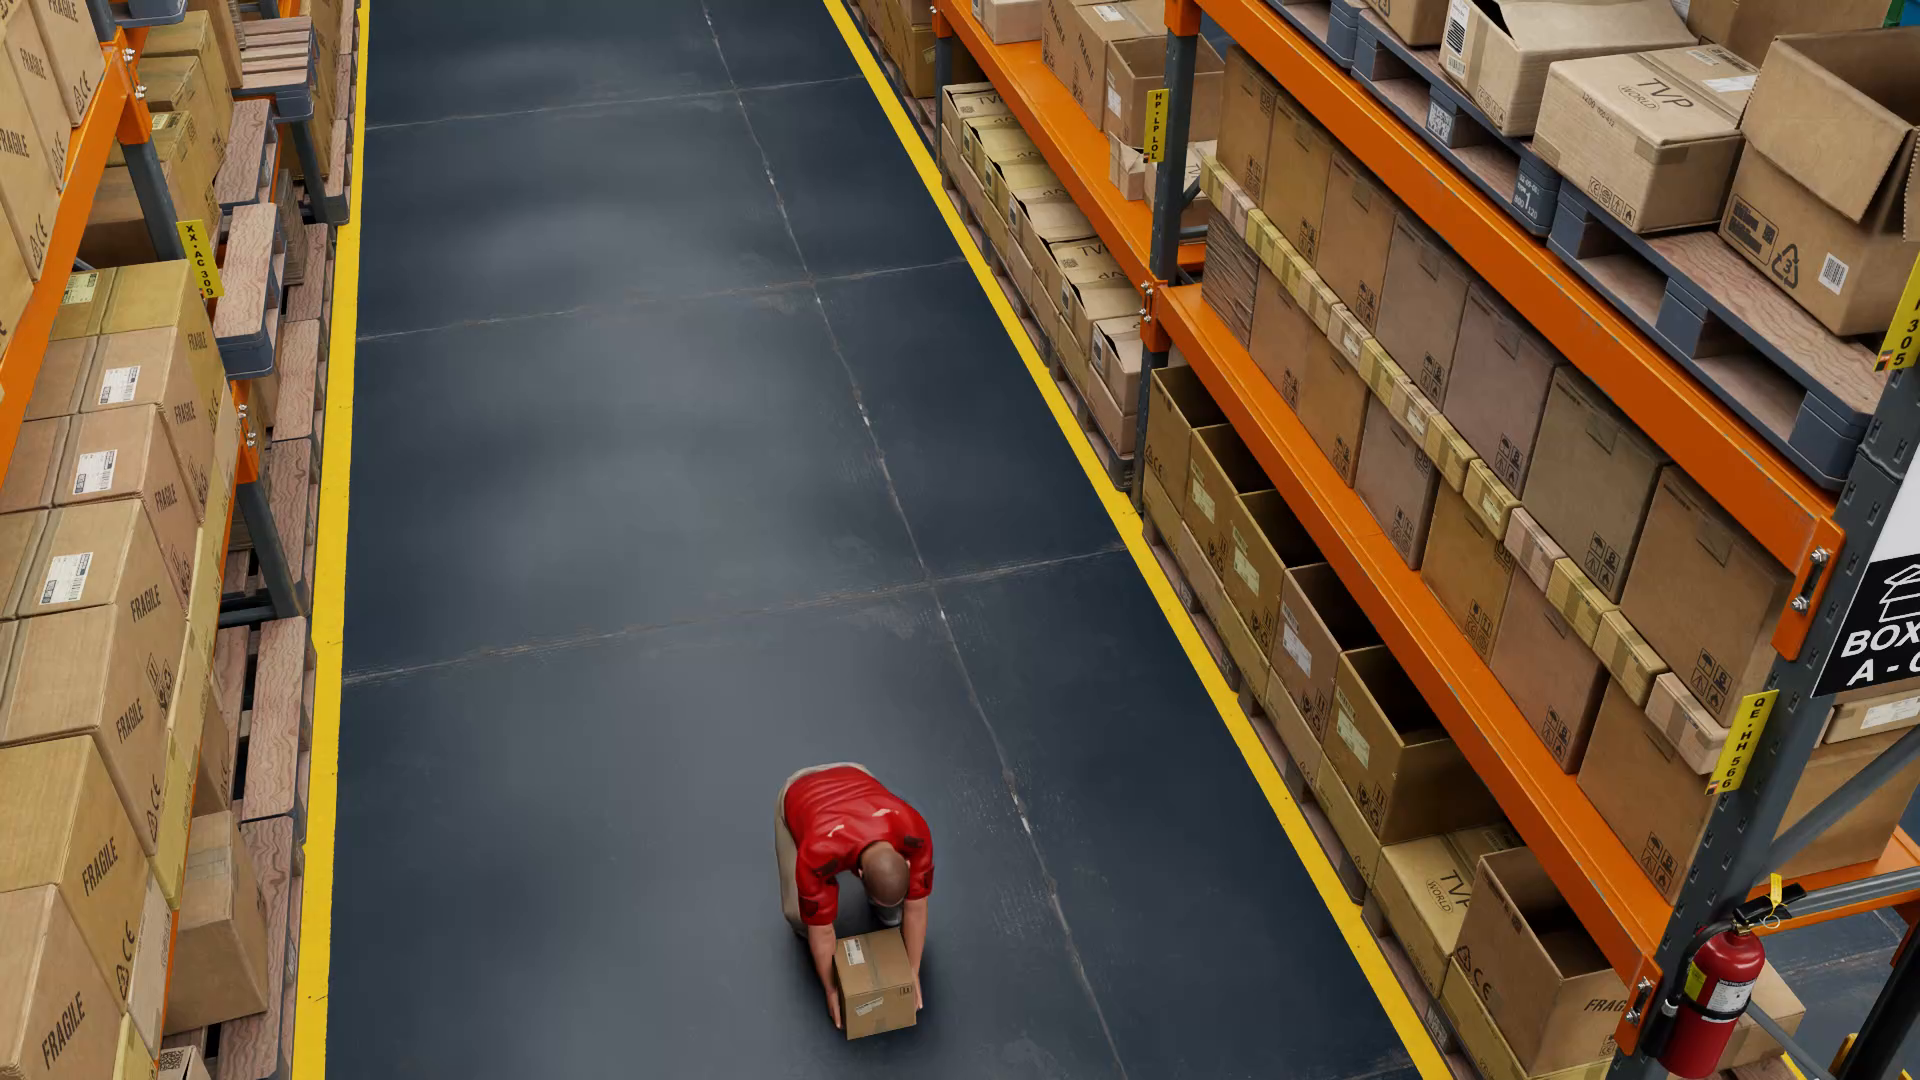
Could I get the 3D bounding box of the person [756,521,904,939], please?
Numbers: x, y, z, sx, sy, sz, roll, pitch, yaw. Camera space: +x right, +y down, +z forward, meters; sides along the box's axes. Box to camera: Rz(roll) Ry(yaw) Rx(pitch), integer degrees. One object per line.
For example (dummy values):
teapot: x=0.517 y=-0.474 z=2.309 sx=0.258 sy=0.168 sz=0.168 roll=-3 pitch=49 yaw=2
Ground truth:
person: x=-0.409 y=0.734 z=5.796 sx=0.494 sy=1.712 sz=0.537 roll=-9 pitch=39 yaw=-12
